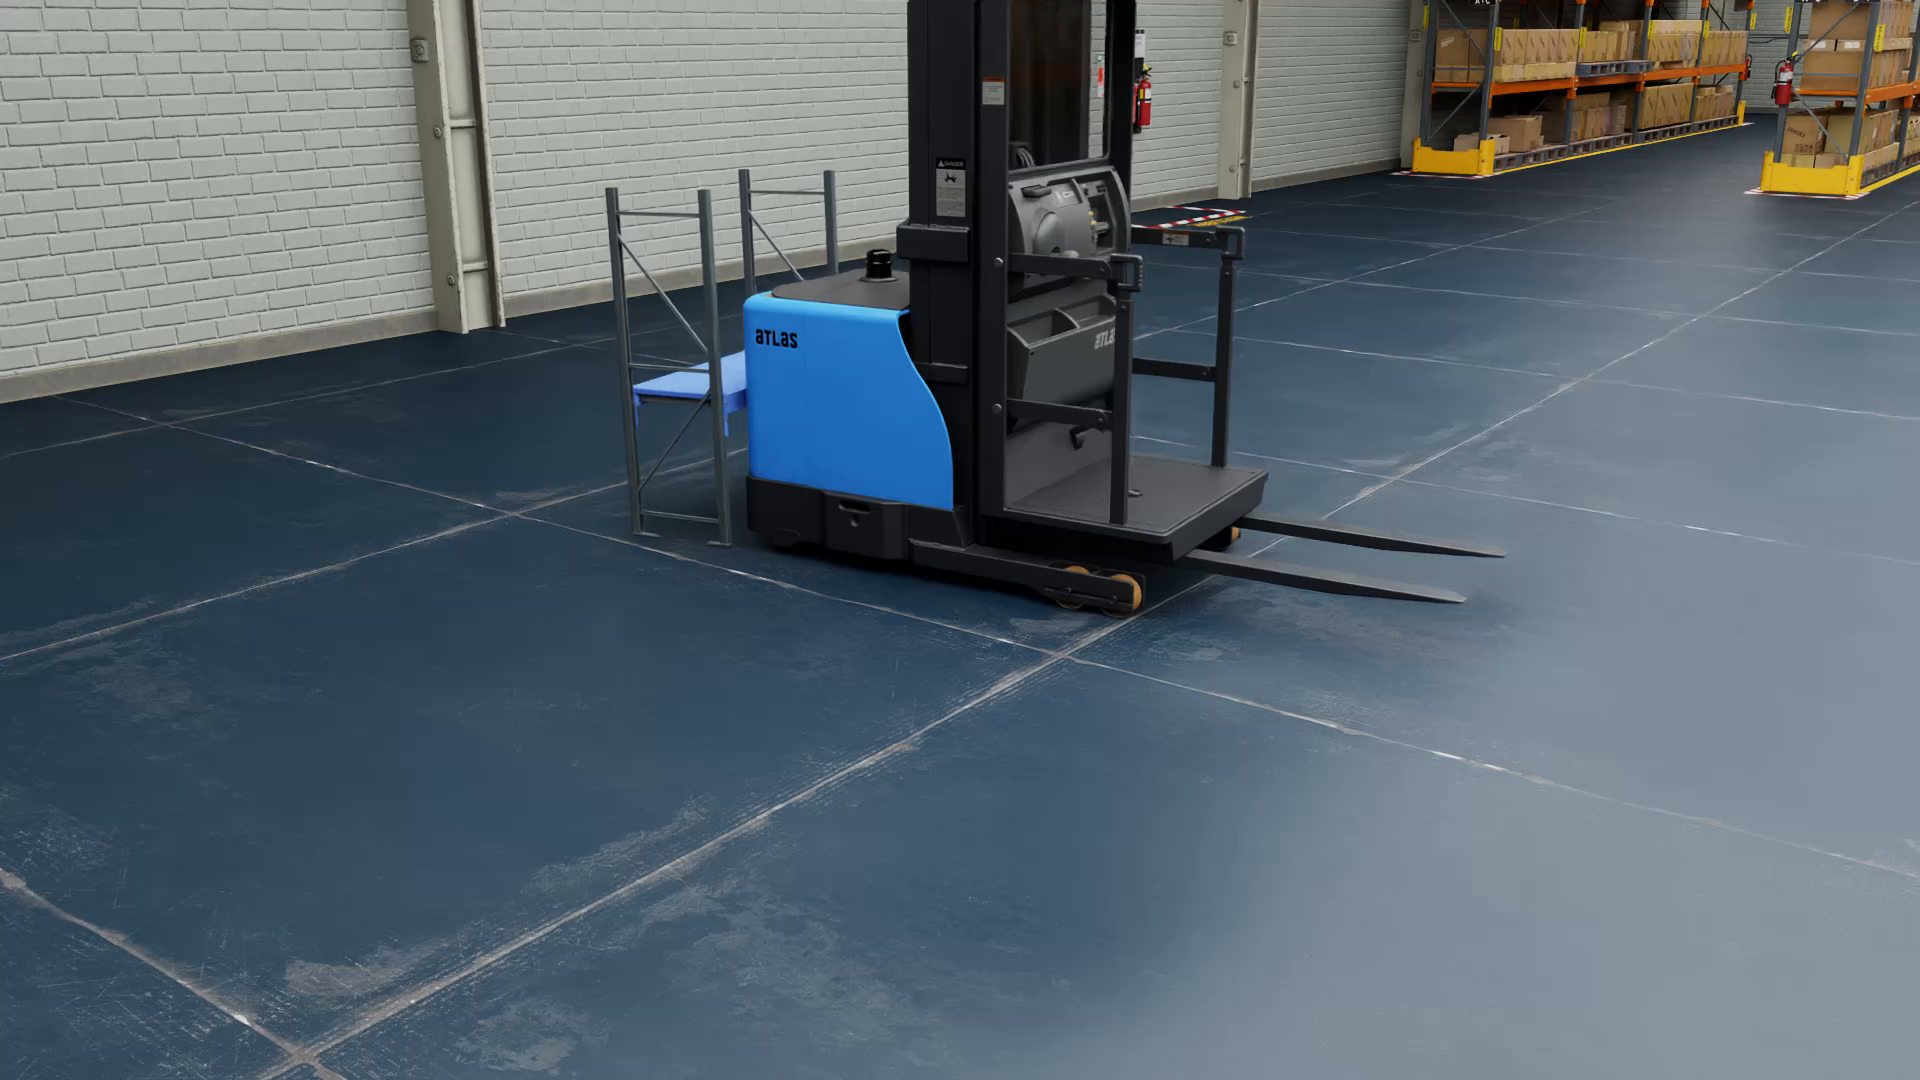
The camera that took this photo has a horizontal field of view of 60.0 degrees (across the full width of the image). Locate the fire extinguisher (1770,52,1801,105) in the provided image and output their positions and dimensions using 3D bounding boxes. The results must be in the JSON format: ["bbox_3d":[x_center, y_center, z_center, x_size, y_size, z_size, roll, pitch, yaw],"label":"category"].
[{"bbox_3d":[10.924,-6.115,22.006,0.296,0.674,0.183,12,21,35],"label":"fire extinguisher"}]

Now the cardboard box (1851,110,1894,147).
[{"bbox_3d":[13.048,-5.910,23.881,0.500,0.500,0.500,12,21,35],"label":"cardboard box"}]

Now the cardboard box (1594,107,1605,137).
[{"bbox_3d":[11.093,-7.488,29.771,0.700,0.500,0.500,12,21,34],"label":"cardboard box"}]

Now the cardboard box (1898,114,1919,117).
[{"bbox_3d":[15.112,-6.626,26.507,0.500,0.311,0.500,13,22,36],"label":"cardboard box"}]

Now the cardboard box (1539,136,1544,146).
[{"bbox_3d":[9.475,-6.649,27.633,0.380,0.166,0.250,9,20,28],"label":"cardboard box"}]

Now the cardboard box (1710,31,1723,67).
[{"bbox_3d":[15.312,-10.273,34.760,0.980,0.700,0.700,12,21,33],"label":"cardboard box"}]

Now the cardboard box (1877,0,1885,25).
[{"bbox_3d":[11.996,-7.013,22.412,0.700,0.500,0.500,12,21,33],"label":"cardboard box"}]

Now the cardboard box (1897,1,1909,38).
[{"bbox_3d":[13.191,-7.490,23.950,0.700,0.500,0.500,12,21,35],"label":"cardboard box"}]

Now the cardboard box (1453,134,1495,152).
[{"bbox_3d":[7.871,-6.047,25.450,0.500,0.311,0.500,10,20,29],"label":"cardboard box"}]

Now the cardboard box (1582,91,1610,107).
[{"bbox_3d":[11.376,-7.947,29.984,0.500,0.250,0.500,13,21,36],"label":"cardboard box"}]

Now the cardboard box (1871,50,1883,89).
[{"bbox_3d":[12.265,-6.497,22.940,0.700,0.500,0.500,13,21,35],"label":"cardboard box"}]

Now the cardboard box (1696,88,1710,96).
[{"bbox_3d":[15.415,-9.356,34.727,0.380,0.149,0.250,13,22,37],"label":"cardboard box"}]

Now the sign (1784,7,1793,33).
[{"bbox_3d":[10.940,-6.863,21.934,0.100,0.325,0.005,12,21,35],"label":"sign"}]

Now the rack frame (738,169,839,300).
[{"bbox_3d":[-0.789,-0.992,7.890,0.500,1.500,0.032,7,18,25],"label":"rack frame"}]

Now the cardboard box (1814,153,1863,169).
[{"bbox_3d":[11.865,-5.073,22.452,0.500,0.250,0.500,12,21,35],"label":"cardboard box"}]

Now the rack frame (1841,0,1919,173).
[{"bbox_3d":[13.751,-7.050,24.889,1.000,3.000,0.127,12,21,35],"label":"rack frame"}]

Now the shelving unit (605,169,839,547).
[{"bbox_3d":[-1.006,-0.855,7.451,0.538,1.500,1.048,7,18,25],"label":"shelving unit"}]

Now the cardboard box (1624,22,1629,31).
[{"bbox_3d":[11.972,-9.358,30.315,0.380,0.149,0.250,9,20,28],"label":"cardboard box"}]

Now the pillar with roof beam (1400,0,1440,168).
[{"bbox_3d":[10.567,-9.396,22.327,9.100,9.000,0.400,12,21,35],"label":"pillar with roof beam"}]

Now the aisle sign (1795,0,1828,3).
[{"bbox_3d":[11.092,-7.375,21.553,0.394,0.787,0.004,12,21,35],"label":"aisle sign"}]

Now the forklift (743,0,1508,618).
[{"bbox_3d":[0.616,-1.283,6.432,3.031,2.935,1.130,10,20,29],"label":"forklift"}]

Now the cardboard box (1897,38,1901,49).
[{"bbox_3d":[13.153,-7.063,23.668,0.380,0.149,0.250,12,21,34],"label":"cardboard box"}]

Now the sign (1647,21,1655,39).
[{"bbox_3d":[12.595,-9.299,30.312,0.100,0.325,0.005,12,21,35],"label":"sign"}]

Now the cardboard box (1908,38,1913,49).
[{"bbox_3d":[13.761,-7.305,24.448,0.380,0.149,0.250,12,21,35],"label":"cardboard box"}]

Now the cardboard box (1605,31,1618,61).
[{"bbox_3d":[11.157,-8.721,29.359,0.700,0.500,0.500,12,21,35],"label":"cardboard box"}]

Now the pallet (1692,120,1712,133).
[{"bbox_3d":[15.053,-8.666,34.793,1.003,0.211,1.213,12,21,35],"label":"pallet"}]

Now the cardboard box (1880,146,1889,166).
[{"bbox_3d":[13.058,-5.550,23.985,0.500,0.250,0.500,12,21,35],"label":"cardboard box"}]

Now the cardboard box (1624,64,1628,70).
[{"bbox_3d":[12.536,-8.805,30.928,0.380,0.149,0.250,12,21,34],"label":"cardboard box"}]

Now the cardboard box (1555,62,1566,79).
[{"bbox_3d":[9.428,-7.579,26.811,0.500,0.250,0.500,13,21,35],"label":"cardboard box"}]

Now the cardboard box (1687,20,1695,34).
[{"bbox_3d":[14.152,-10.111,32.777,0.500,0.250,0.500,13,21,36],"label":"cardboard box"}]

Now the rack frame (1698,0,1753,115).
[{"bbox_3d":[16.920,-10.783,36.909,1.000,3.000,0.127,12,21,35],"label":"rack frame"}]

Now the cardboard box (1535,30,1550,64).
[{"bbox_3d":[8.826,-7.692,25.909,0.500,0.500,0.500,13,22,36],"label":"cardboard box"}]

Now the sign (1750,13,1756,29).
[{"bbox_3d":[17.348,-11.350,36.383,0.100,0.325,0.005,12,21,35],"label":"sign"}]

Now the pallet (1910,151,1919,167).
[{"bbox_3d":[14.885,-6.193,26.830,1.003,0.211,1.213,12,21,35],"label":"pallet"}]

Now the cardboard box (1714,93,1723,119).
[{"bbox_3d":[15.986,-9.366,35.854,0.700,0.500,0.500,12,21,33],"label":"cardboard box"}]

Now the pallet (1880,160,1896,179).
[{"bbox_3d":[13.243,-5.537,24.717,1.003,0.211,1.213,12,21,35],"label":"pallet"}]

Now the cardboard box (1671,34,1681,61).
[{"bbox_3d":[13.568,-9.514,32.118,0.500,0.500,0.500,13,22,36],"label":"cardboard box"}]

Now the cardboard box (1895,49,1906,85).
[{"bbox_3d":[13.491,-6.991,24.531,0.700,0.500,0.500,12,21,33],"label":"cardboard box"}]

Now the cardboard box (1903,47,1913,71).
[{"bbox_3d":[14.535,-7.404,25.858,0.500,0.500,0.500,14,22,39],"label":"cardboard box"}]

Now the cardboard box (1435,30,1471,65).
[{"bbox_3d":[7.497,-7.418,25.028,0.500,0.500,0.500,12,21,34],"label":"cardboard box"}]

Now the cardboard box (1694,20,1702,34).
[{"bbox_3d":[14.464,-10.231,33.164,0.500,0.250,0.500,13,22,36],"label":"cardboard box"}]

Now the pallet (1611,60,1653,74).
[{"bbox_3d":[11.814,-8.597,30.194,1.213,0.211,1.003,12,21,35],"label":"pallet"}]

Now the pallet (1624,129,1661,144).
[{"bbox_3d":[12.684,-7.720,31.748,1.003,0.211,1.213,12,21,35],"label":"pallet"}]

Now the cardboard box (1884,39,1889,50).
[{"bbox_3d":[12.540,-6.818,22.878,0.380,0.149,0.250,12,21,34],"label":"cardboard box"}]

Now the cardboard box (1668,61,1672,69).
[{"bbox_3d":[13.603,-9.233,32.308,0.380,0.149,0.250,13,22,36],"label":"cardboard box"}]

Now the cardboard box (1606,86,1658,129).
[{"bbox_3d":[12.697,-8.203,31.519,0.750,0.750,0.750,12,21,34],"label":"cardboard box"}]

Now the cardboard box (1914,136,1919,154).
[{"bbox_3d":[14.802,-6.235,26.193,0.500,0.250,0.500,12,21,33],"label":"cardboard box"}]

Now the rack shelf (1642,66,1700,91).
[{"bbox_3d":[13.345,-9.010,32.414,1.077,0.370,4.000,12,21,35],"label":"rack shelf"}]

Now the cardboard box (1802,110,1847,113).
[{"bbox_3d":[12.331,-5.883,23.794,0.500,0.500,0.500,12,21,35],"label":"cardboard box"}]

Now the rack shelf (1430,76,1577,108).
[{"bbox_3d":[8.578,-7.105,26.278,1.077,0.370,4.000,12,21,35],"label":"rack shelf"}]

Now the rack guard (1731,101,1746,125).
[{"bbox_3d":[16.934,-9.595,37.298,1.175,0.500,0.348,12,21,35],"label":"rack guard"}]

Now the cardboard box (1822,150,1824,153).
[{"bbox_3d":[11.738,-5.286,23.137,0.500,0.250,0.500,12,21,35],"label":"cardboard box"}]

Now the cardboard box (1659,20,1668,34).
[{"bbox_3d":[12.951,-9.626,31.214,0.500,0.250,0.500,12,21,34],"label":"cardboard box"}]

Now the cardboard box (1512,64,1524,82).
[{"bbox_3d":[8.230,-7.096,25.257,0.500,0.250,0.500,12,21,33],"label":"cardboard box"}]
